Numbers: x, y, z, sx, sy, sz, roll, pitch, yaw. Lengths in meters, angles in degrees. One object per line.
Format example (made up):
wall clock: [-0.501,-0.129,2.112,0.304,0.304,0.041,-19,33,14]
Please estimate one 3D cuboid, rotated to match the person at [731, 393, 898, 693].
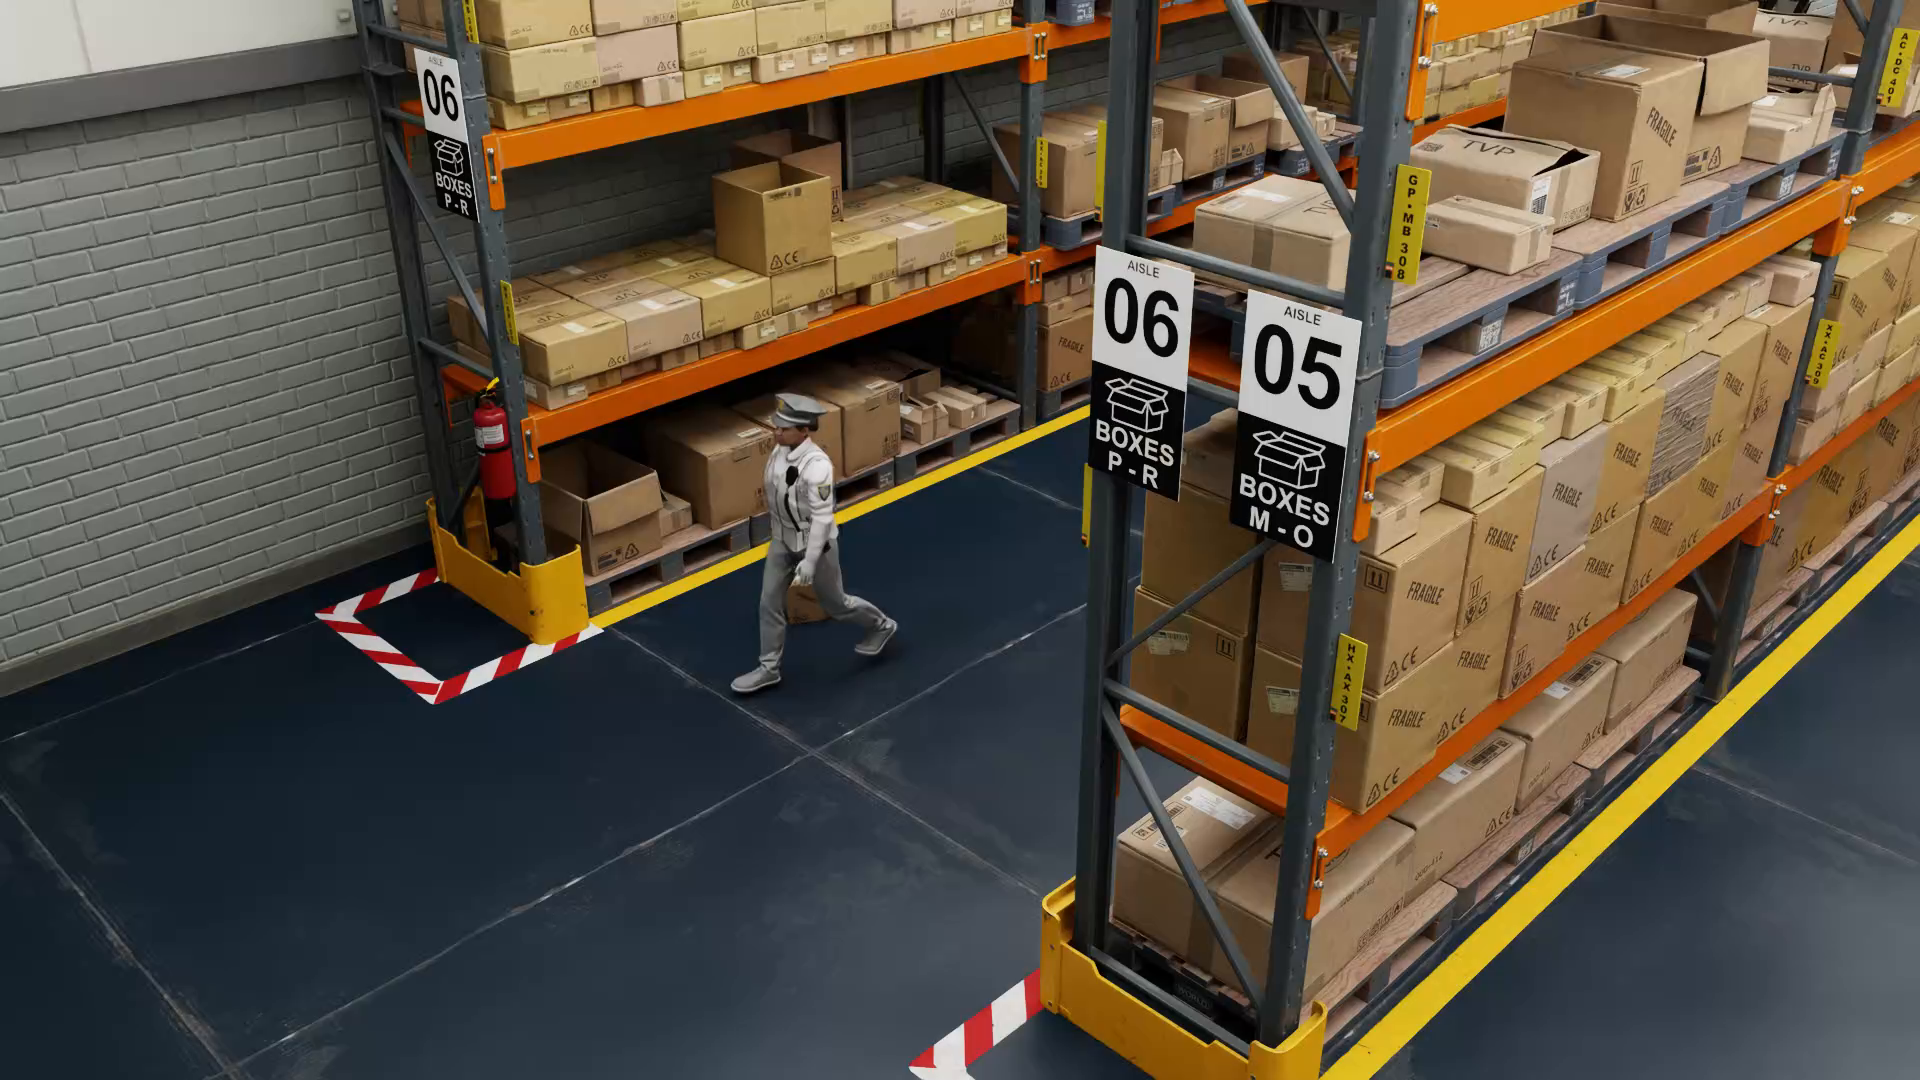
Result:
person: [-0.776,-0.006,8.596,0.925,1.645,0.480,-22,35,-35]
